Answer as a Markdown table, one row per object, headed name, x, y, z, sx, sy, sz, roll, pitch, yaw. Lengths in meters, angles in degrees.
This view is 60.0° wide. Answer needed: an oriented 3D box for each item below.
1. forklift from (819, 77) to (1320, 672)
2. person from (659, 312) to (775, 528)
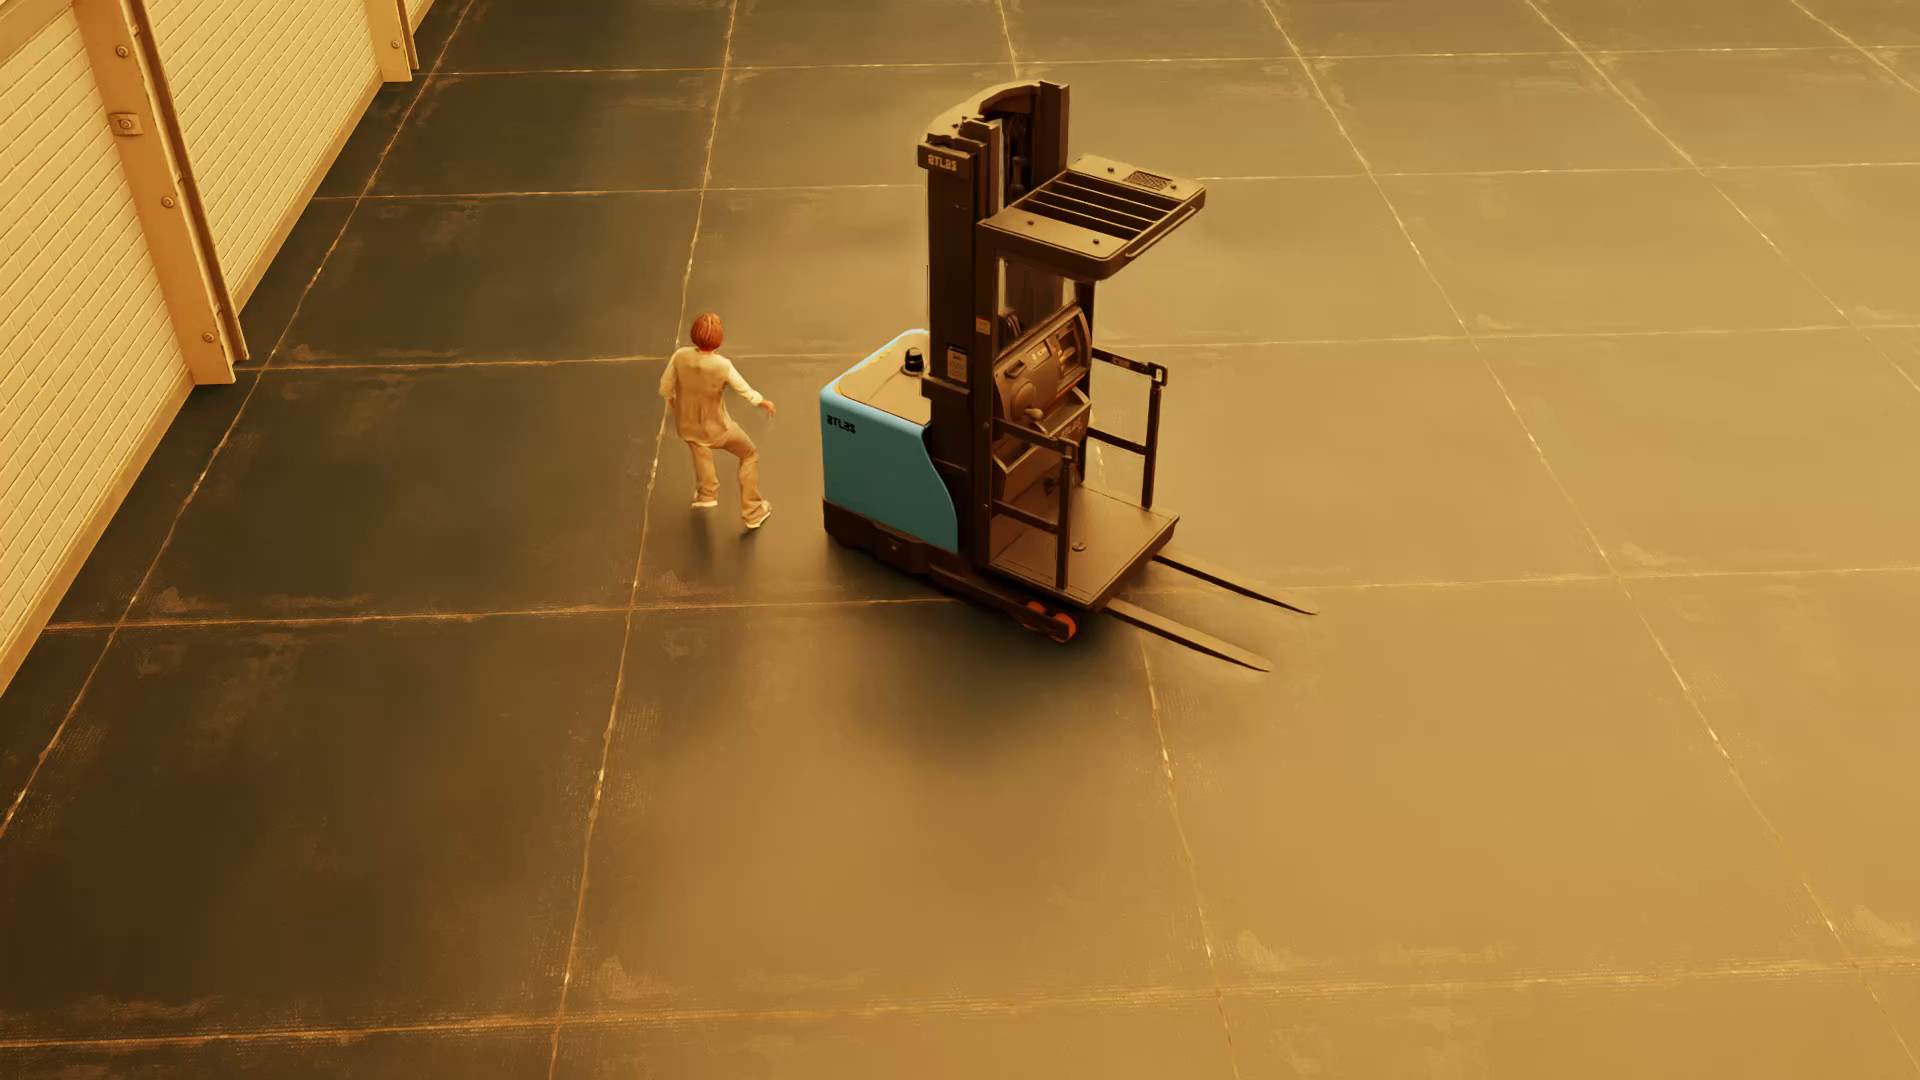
| name | x | y | z | sx | sy | sz | roll | pitch | yaw |
| --- | --- | --- | --- | --- | --- | --- | --- | --- | --- |
| forklift | 0.642 | -0.949 | 9.313 | 3.031 | 2.935 | 1.130 | 22 | 41 | 27 |
| person | -1.509 | -0.768 | 10.262 | 0.629 | 1.493 | 0.494 | 8 | 37 | 11 |
